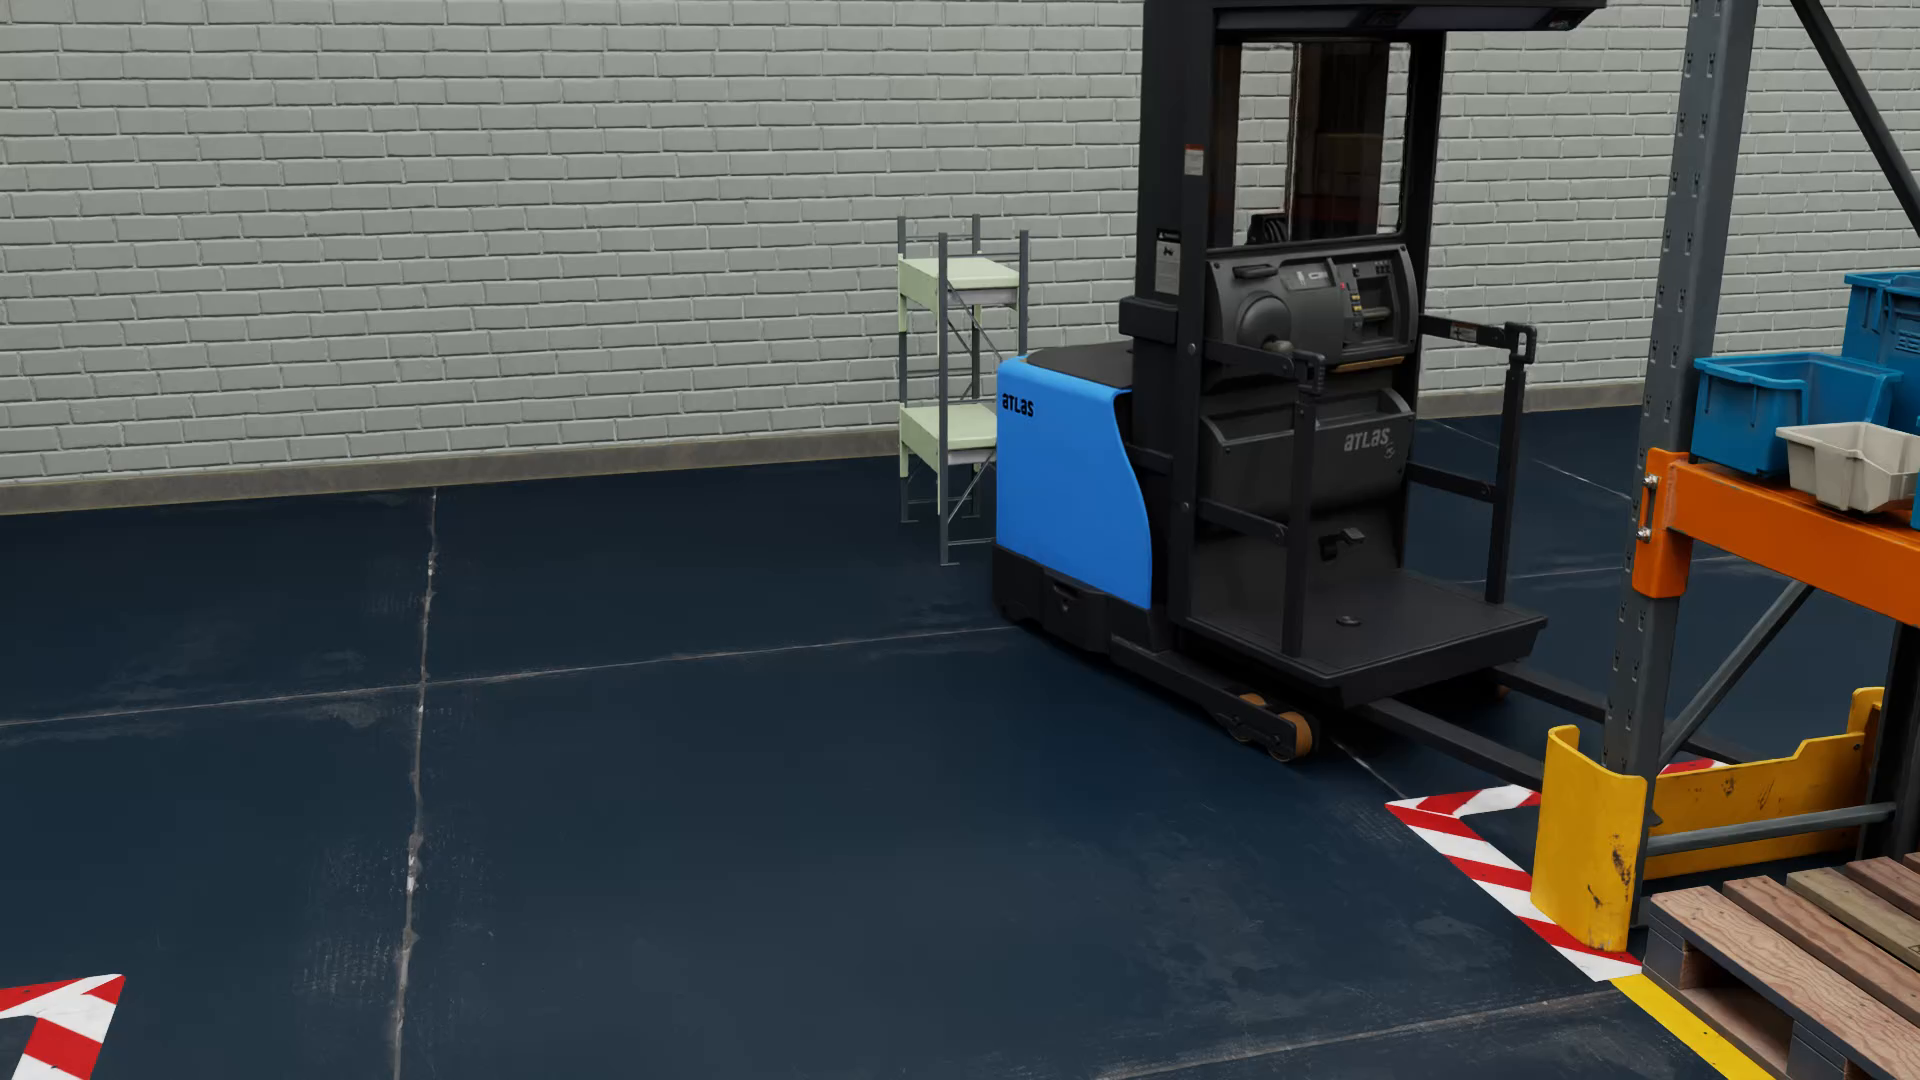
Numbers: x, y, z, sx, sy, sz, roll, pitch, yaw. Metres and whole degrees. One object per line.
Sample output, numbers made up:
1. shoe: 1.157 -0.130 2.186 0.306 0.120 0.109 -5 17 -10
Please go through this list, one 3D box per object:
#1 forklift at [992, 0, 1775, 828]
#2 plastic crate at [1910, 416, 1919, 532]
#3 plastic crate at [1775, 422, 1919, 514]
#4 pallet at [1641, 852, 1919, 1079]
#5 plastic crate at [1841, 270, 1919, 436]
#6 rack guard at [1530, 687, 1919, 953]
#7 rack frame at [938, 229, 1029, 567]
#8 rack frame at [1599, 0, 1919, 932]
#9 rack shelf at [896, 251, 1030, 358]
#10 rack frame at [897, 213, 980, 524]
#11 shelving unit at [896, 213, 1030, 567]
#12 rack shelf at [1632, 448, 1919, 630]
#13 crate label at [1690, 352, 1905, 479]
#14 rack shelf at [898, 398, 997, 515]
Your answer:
1. forklift: 1.354 -0.823 5.596 1.130 2.935 3.031 -11 20 -31
2. plastic crate: 2.129 -0.111 3.294 0.416 0.233 0.300 -5 17 -15
3. plastic crate: 1.956 -0.152 3.597 0.250 0.136 0.298 -5 17 -15
4. pallet: 2.386 1.128 3.830 1.003 0.211 1.213 -5 17 -15
5. plastic crate: 2.468 -0.406 3.925 0.616 0.435 0.499 -5 17 -15
6. rack guard: 2.177 0.753 4.577 1.175 0.500 0.348 -5 17 -15
7. rack frame: 0.102 -0.615 7.393 0.400 1.500 0.023 -5 17 -15
8. rack frame: 2.196 -0.439 4.198 1.000 3.000 0.127 -5 17 -15
9. rack shelf: 0.002 -1.090 7.618 0.431 0.370 0.720 -5 17 -15
10. rack frame: -0.099 -0.818 8.067 0.400 1.500 0.023 -5 17 -15
11. shelving unit: 0.002 -0.716 7.730 0.431 1.500 0.755 -5 17 -15
12. rack shelf: 2.746 0.459 2.460 1.077 0.370 4.000 -5 17 -15
13. crate label: 1.948 -0.293 3.900 0.416 0.233 0.303 -5 17 -15
14. rack shelf: 0.002 -0.404 7.824 0.431 0.370 0.720 -5 17 -15
